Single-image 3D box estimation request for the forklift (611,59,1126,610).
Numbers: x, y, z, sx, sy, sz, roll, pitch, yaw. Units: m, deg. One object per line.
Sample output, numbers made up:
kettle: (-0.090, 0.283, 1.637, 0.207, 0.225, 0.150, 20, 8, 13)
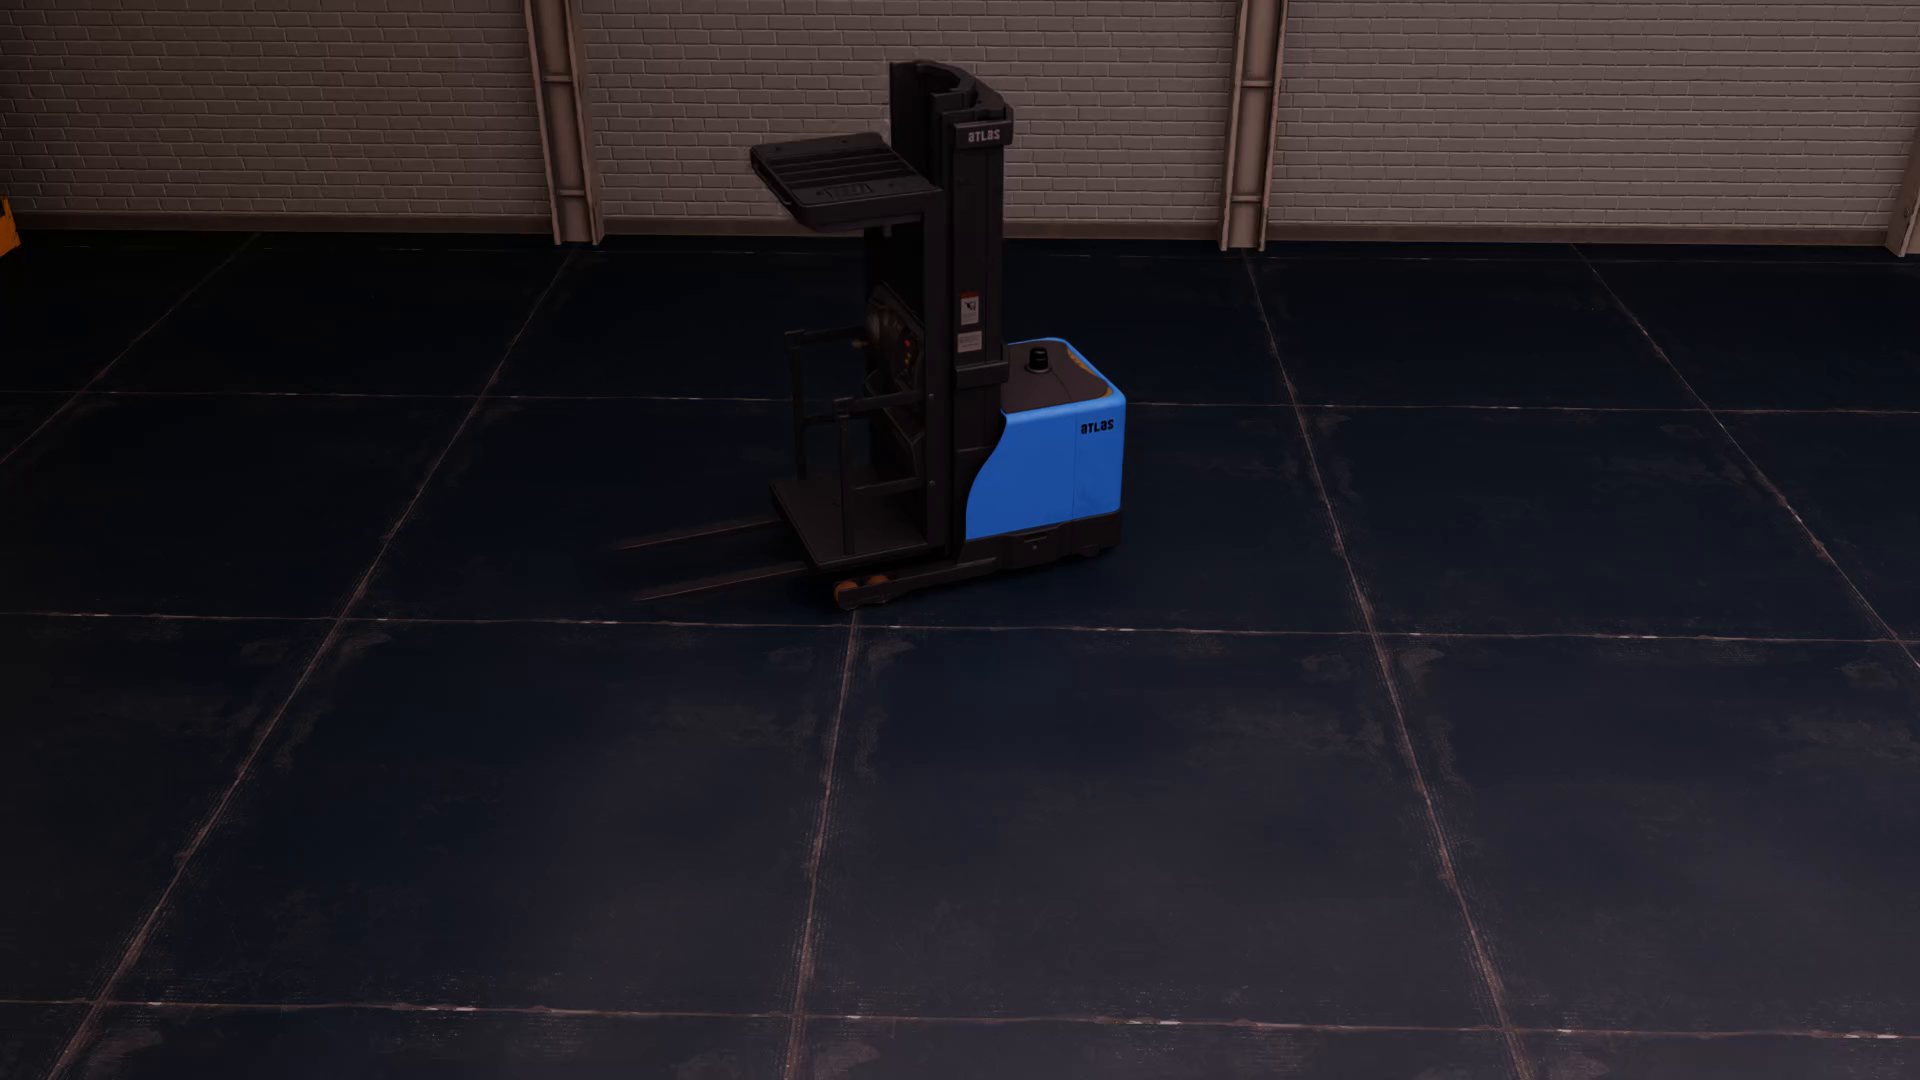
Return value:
forklift: (-0.569, -1.153, 9.570, 3.031, 2.935, 1.130, -11, 32, -18)
